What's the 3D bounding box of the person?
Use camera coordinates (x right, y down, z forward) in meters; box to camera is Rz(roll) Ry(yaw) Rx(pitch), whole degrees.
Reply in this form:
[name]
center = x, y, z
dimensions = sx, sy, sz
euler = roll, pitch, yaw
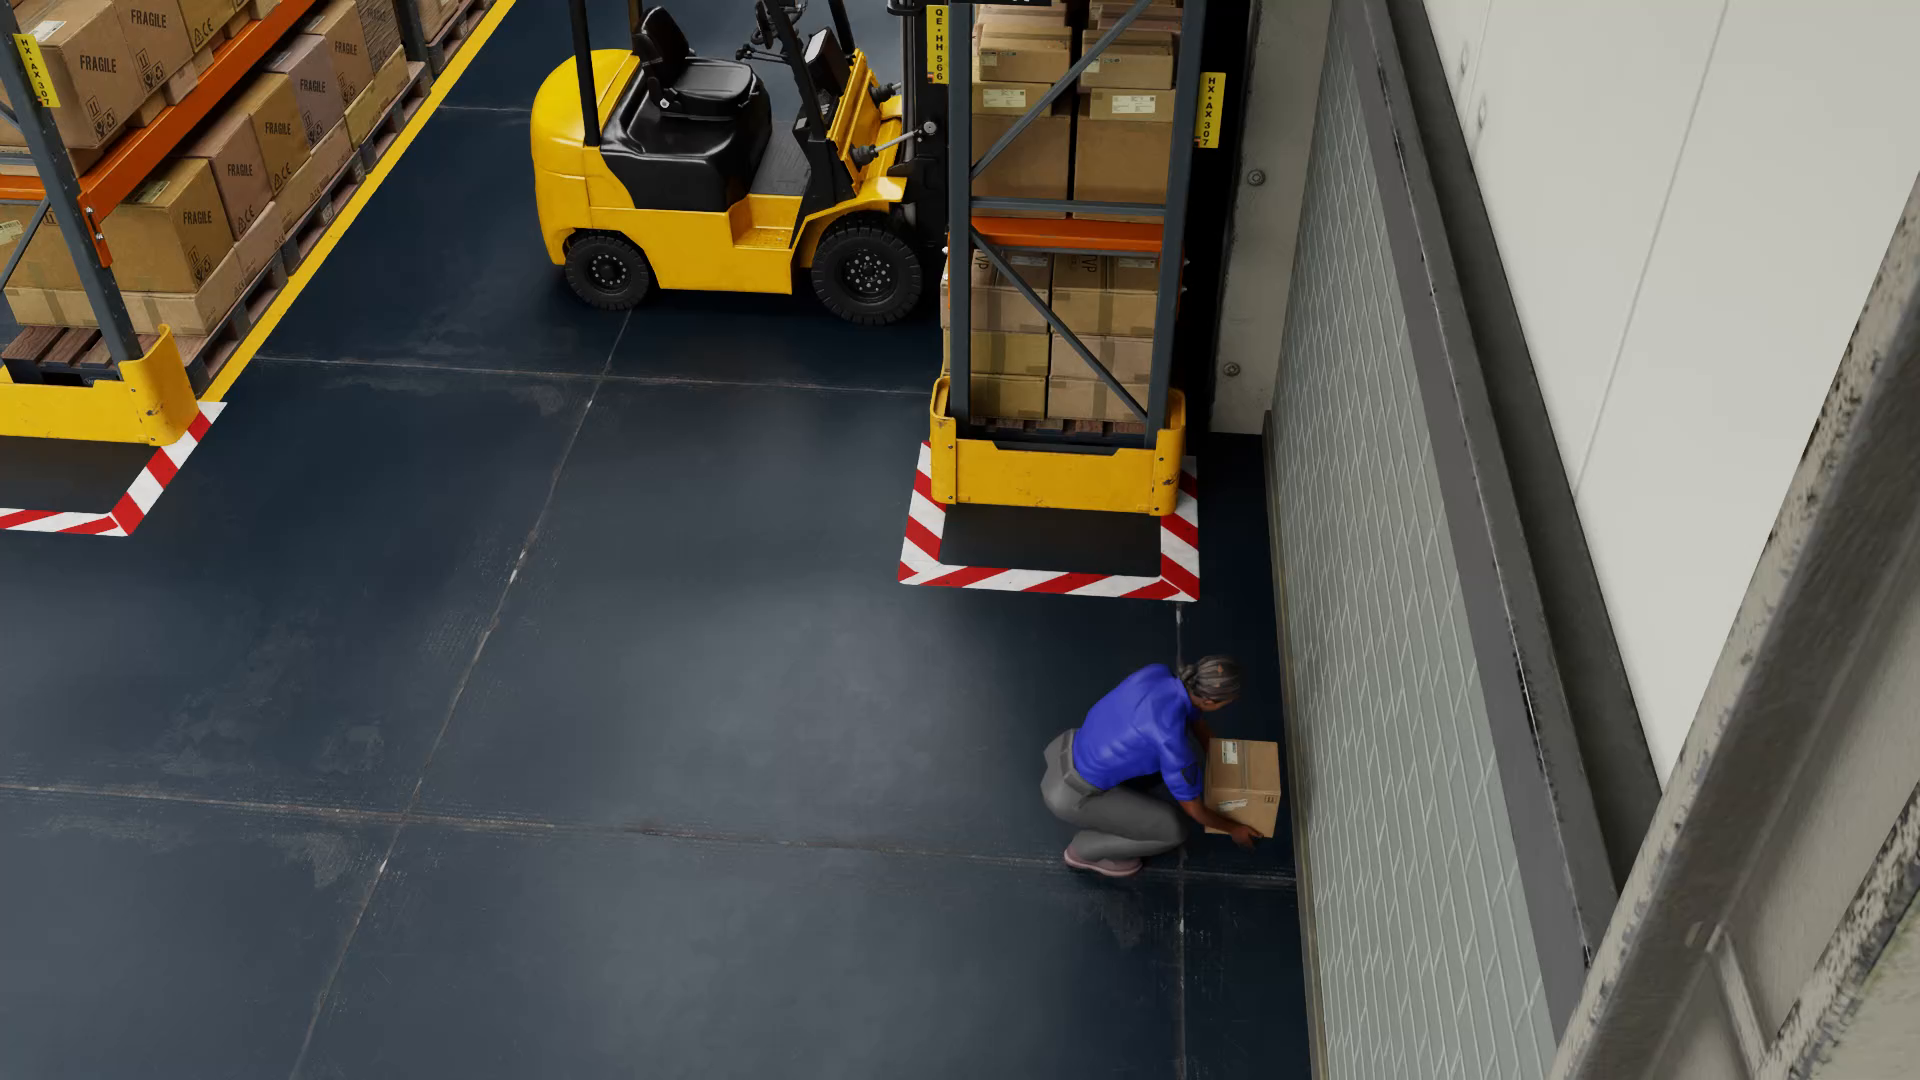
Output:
[person]
center = 0.709, 0.792, 6.081
dimensions = 0.843, 0.947, 0.462
euler = 2, 40, 3
